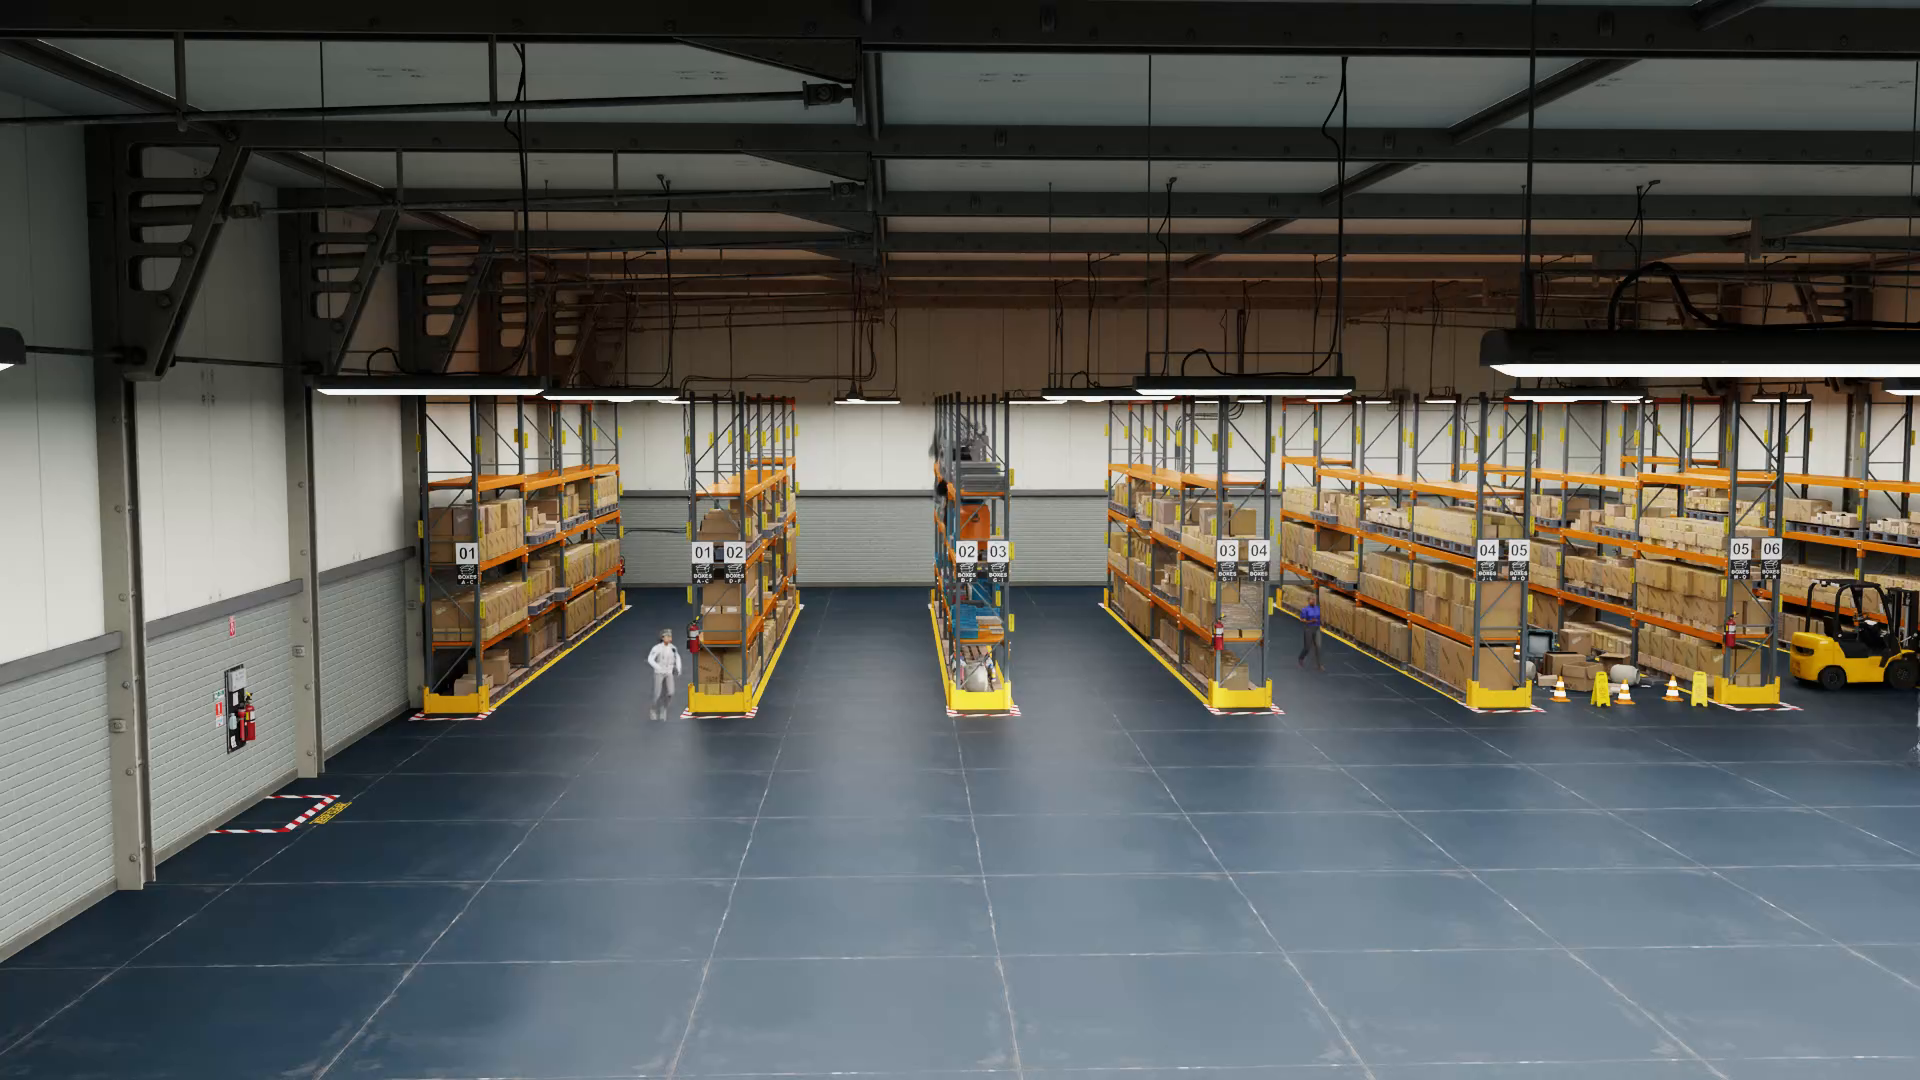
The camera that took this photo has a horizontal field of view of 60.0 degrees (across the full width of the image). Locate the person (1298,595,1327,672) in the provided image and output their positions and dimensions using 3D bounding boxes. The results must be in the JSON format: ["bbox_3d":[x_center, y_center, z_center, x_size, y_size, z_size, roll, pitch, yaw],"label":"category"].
[{"bbox_3d":[7.640,1.991,35.970,0.589,1.613,1.034,-1,5,-10],"label":"person"}]

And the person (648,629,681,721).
[{"bbox_3d":[-5.380,2.461,30.396,0.684,1.674,0.582,-3,5,-31],"label":"person"}]

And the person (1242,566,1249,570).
[{"bbox_3d":[8.579,0.986,48.653,0.838,1.717,0.727,-3,5,-30],"label":"person"}]
